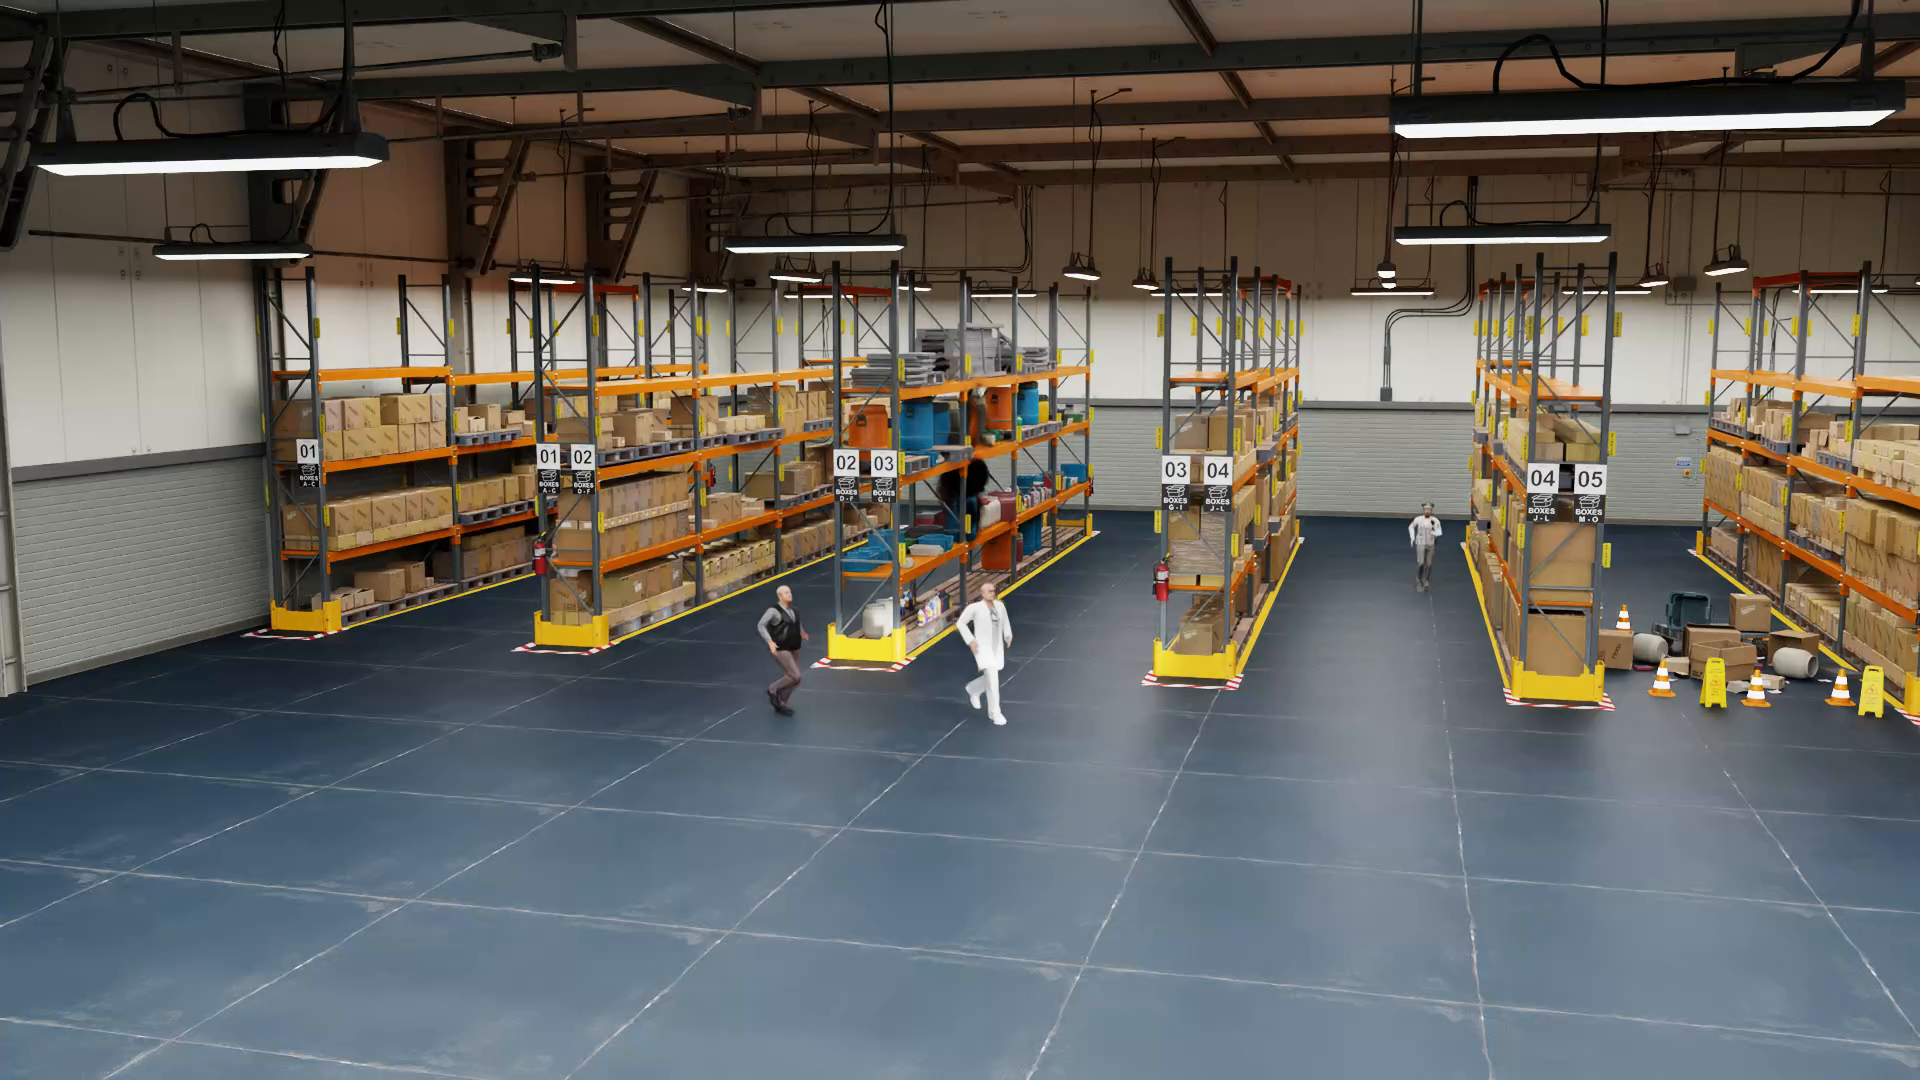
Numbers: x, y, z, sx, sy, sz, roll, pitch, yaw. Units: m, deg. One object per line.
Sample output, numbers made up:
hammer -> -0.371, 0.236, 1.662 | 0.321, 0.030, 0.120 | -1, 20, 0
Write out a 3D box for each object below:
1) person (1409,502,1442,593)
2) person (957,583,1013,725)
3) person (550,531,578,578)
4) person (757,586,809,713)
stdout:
person -> 8.900, 0.140, 31.792 | 0.576, 1.749, 0.732 | 1, 7, 9
person -> 0.329, 1.427, 21.442 | 0.722, 1.783, 0.946 | -5, 9, -36
person -> -7.002, 0.374, 29.786 | 0.657, 1.743, 0.605 | 1, 7, 4
person -> -2.226, 1.431, 21.603 | 0.575, 1.675, 0.645 | 5, 9, 34
